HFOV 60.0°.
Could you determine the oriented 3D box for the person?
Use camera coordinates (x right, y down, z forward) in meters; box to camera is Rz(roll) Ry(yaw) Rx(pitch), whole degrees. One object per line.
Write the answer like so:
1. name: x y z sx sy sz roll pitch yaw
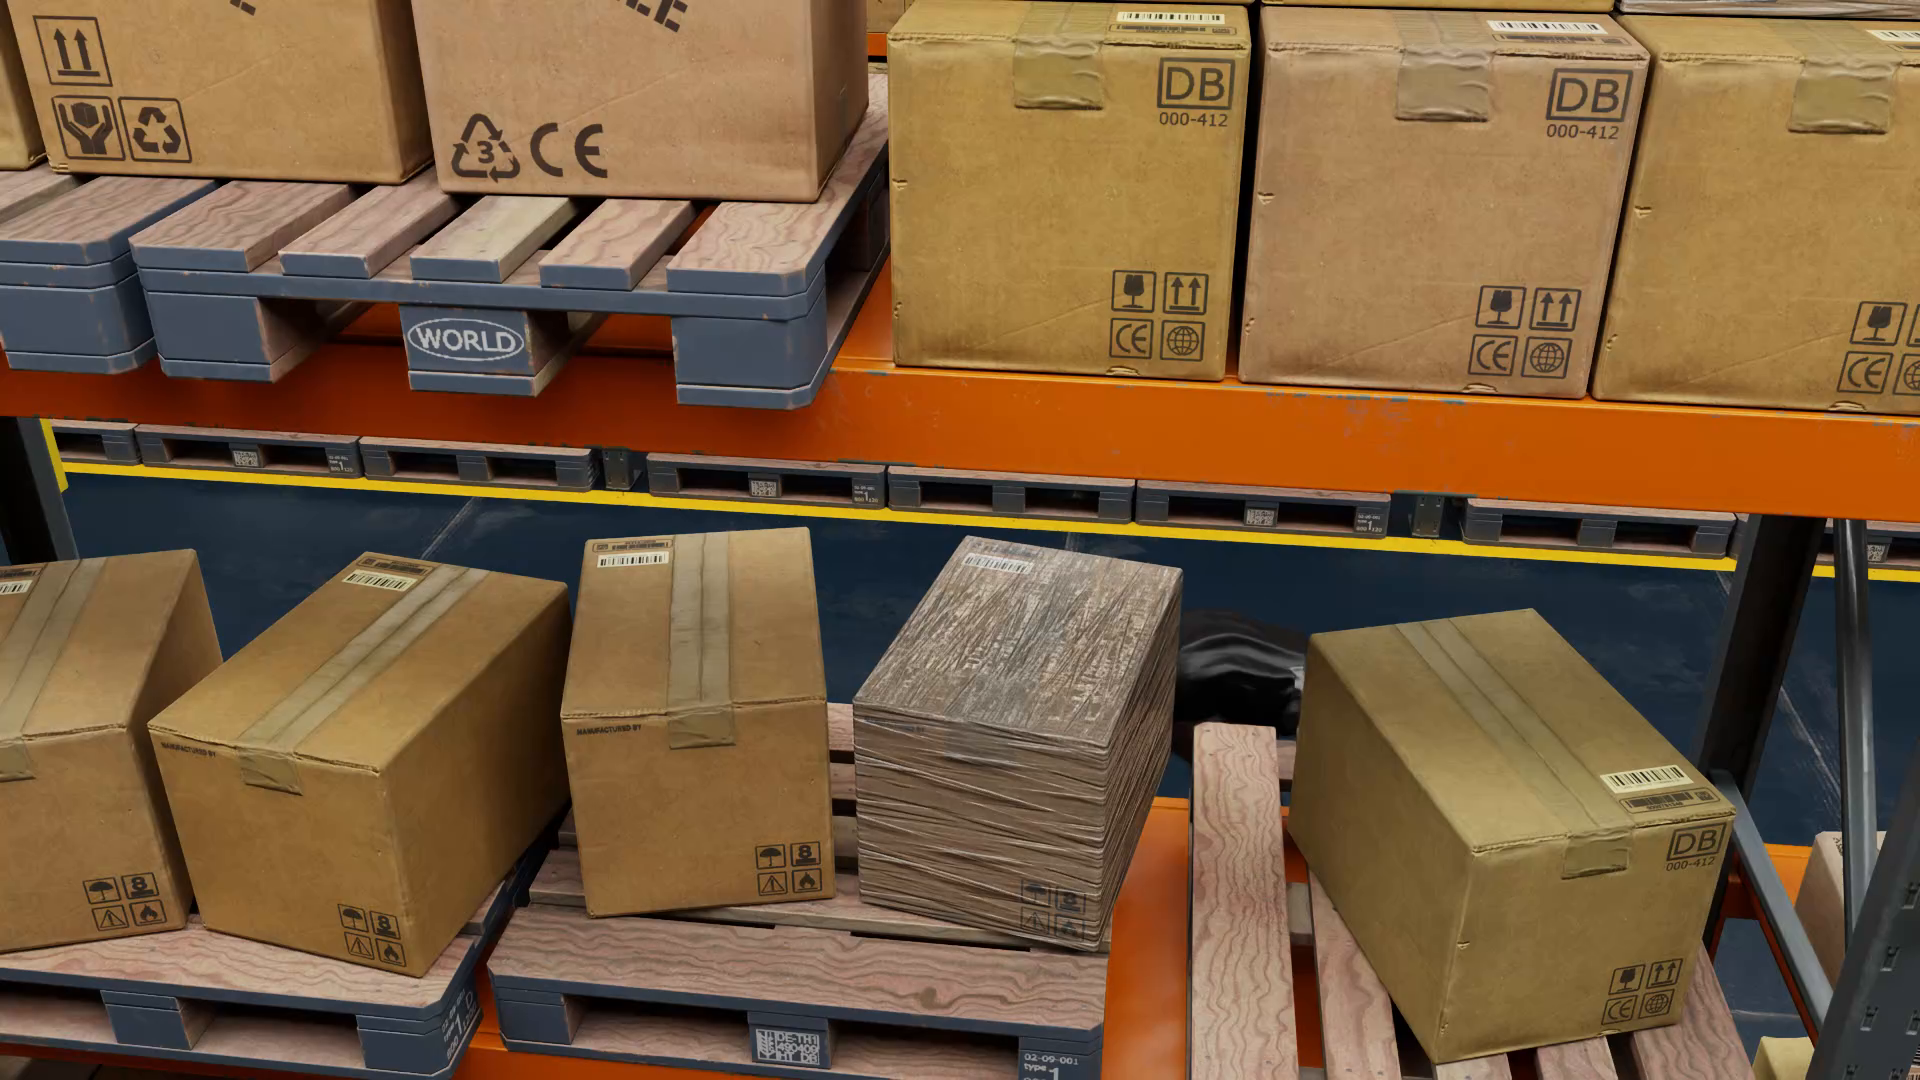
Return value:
1. person: 1.034 0.711 5.571 0.948 1.014 0.489 2 28 4
